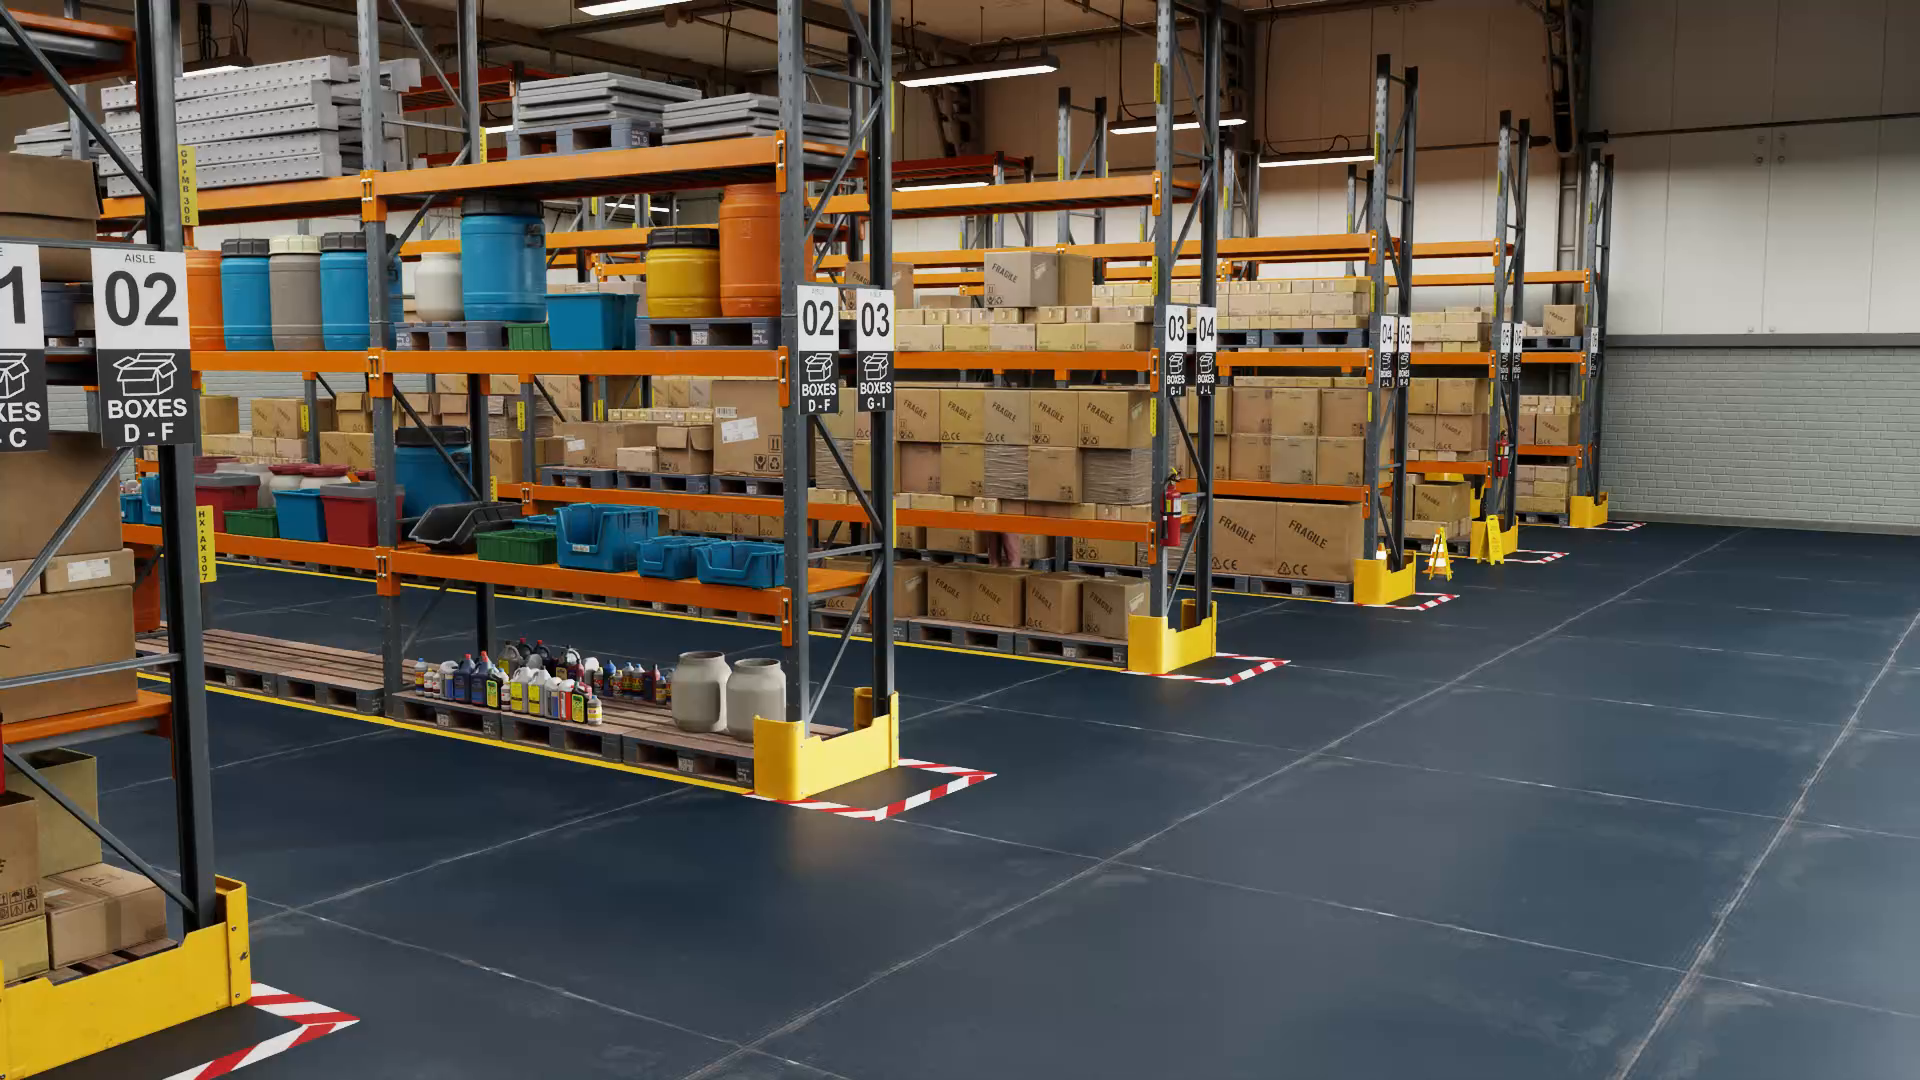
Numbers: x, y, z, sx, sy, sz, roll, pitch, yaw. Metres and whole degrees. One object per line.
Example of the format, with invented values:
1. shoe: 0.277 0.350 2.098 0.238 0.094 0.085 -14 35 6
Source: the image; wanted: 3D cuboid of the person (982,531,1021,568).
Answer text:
1. person: 0.474 -0.126 18.599 0.505 1.671 0.365 4 7 31
